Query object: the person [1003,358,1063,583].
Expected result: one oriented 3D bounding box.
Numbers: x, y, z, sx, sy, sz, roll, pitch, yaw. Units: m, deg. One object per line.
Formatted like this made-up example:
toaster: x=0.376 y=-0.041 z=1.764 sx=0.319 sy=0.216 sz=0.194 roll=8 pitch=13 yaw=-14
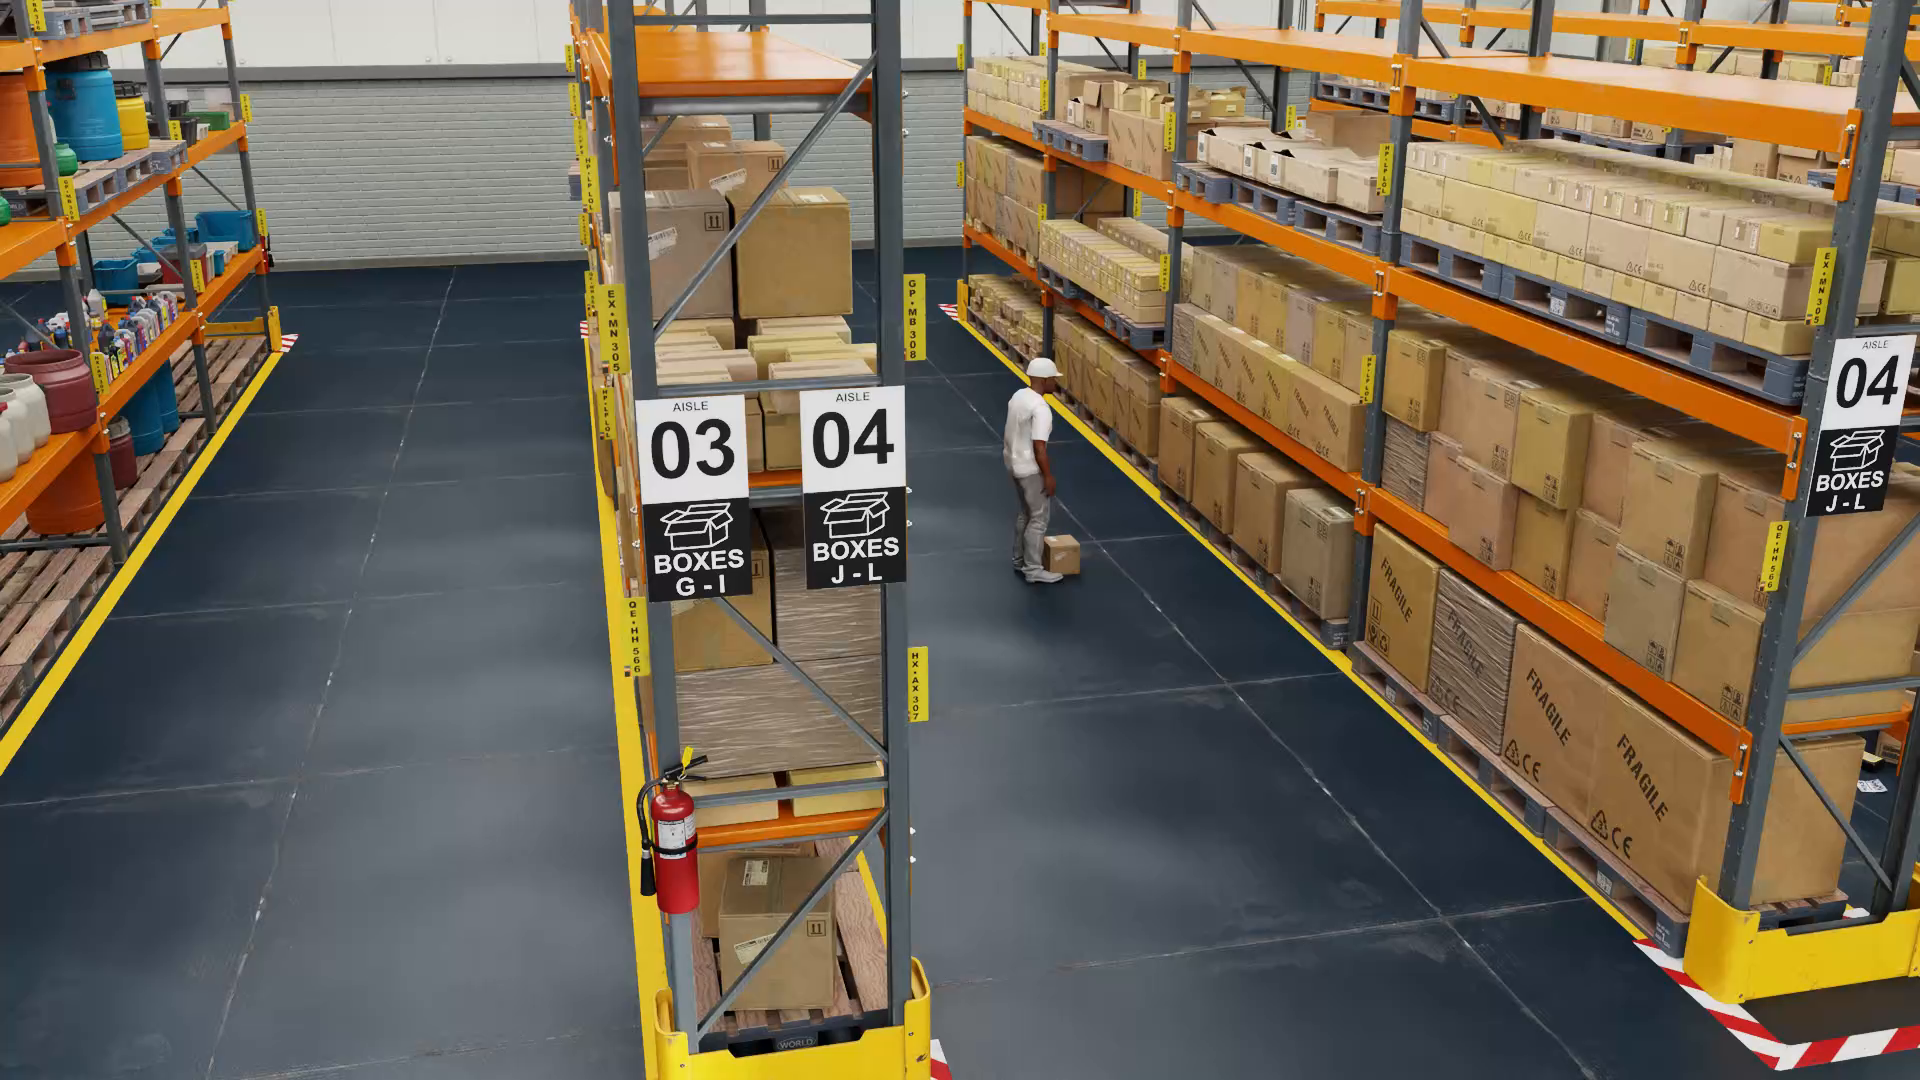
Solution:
person: x=0.589 y=-0.568 z=13.153 sx=0.452 sy=1.757 sz=0.635 roll=-6 pitch=20 yaw=-15
